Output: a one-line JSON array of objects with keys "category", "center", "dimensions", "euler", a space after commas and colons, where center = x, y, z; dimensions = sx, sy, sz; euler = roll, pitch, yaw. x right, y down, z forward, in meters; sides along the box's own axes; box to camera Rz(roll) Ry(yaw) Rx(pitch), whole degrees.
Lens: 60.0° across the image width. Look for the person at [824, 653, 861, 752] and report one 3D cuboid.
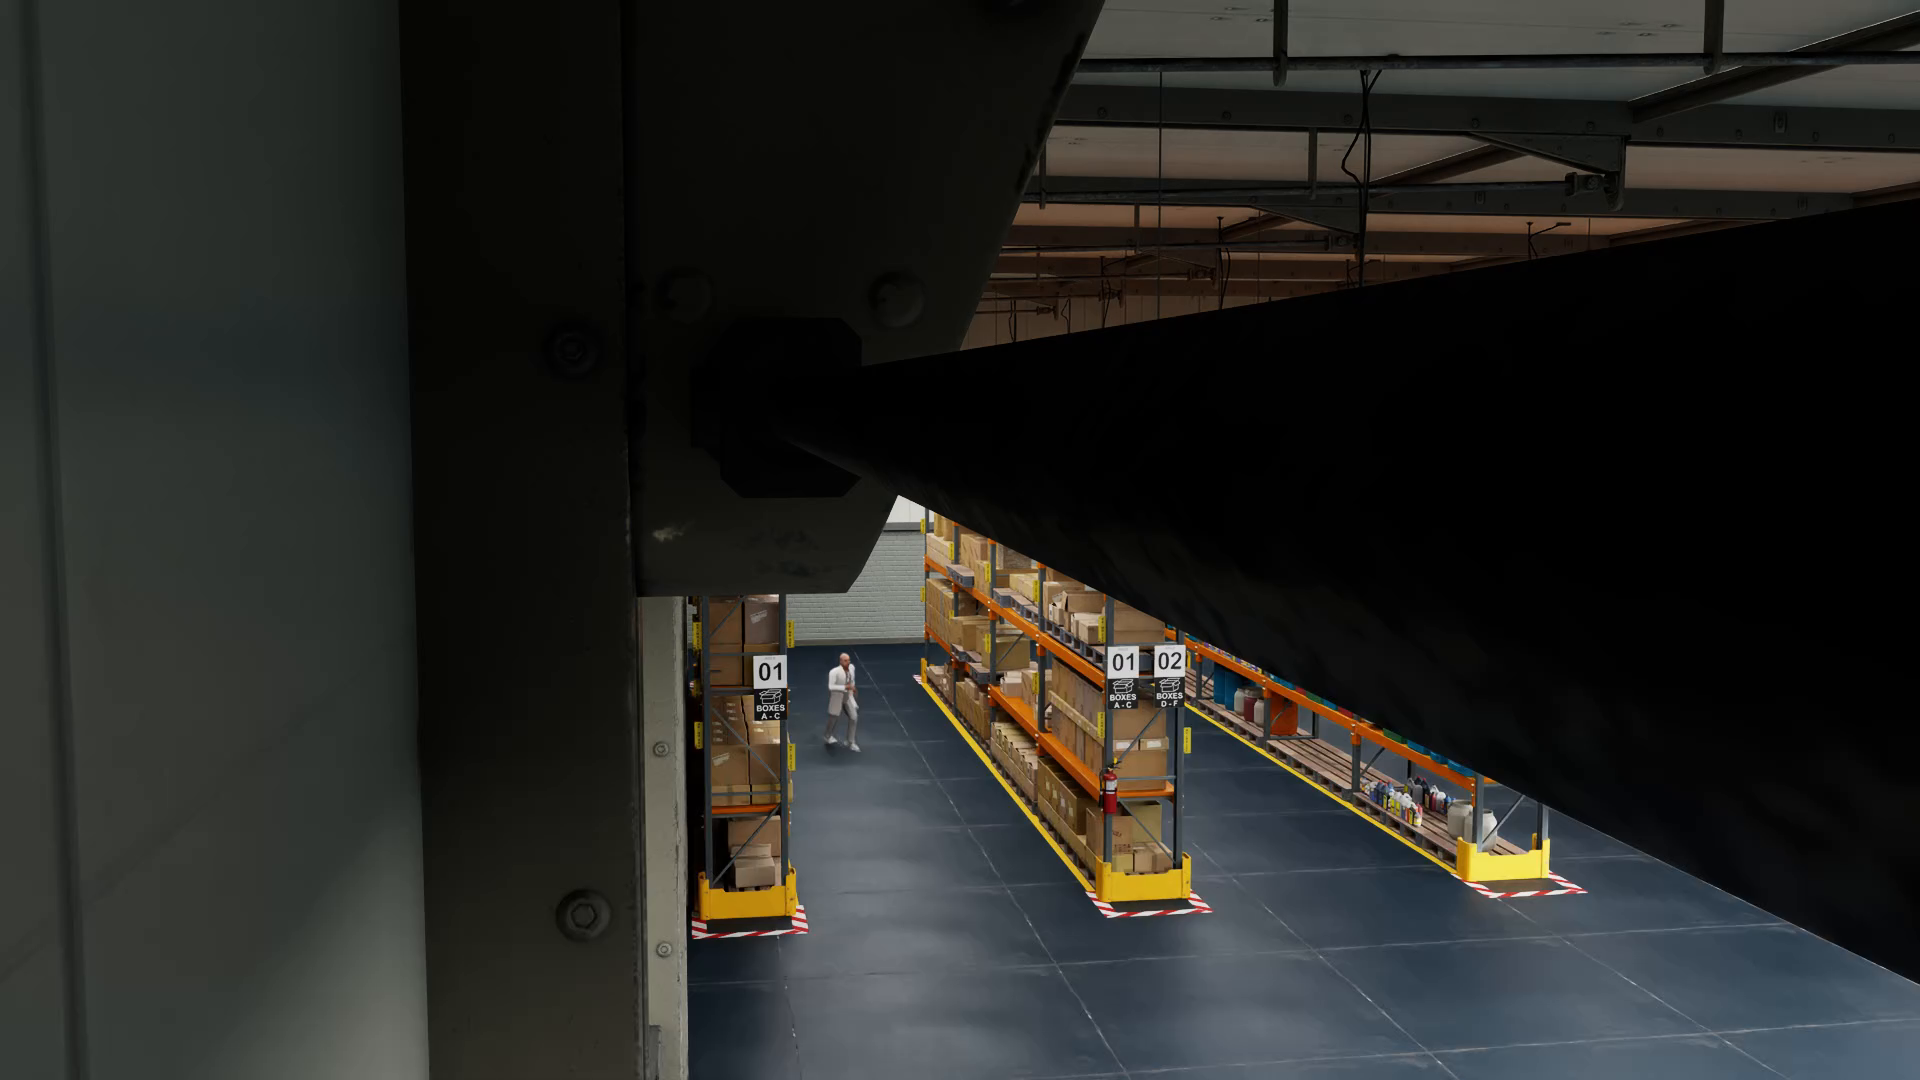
[{"category": "person", "center": [-2.108, 2.866, 29.595], "dimensions": [0.704, 1.761, 1.062], "euler": [-3, 6, -32]}]
